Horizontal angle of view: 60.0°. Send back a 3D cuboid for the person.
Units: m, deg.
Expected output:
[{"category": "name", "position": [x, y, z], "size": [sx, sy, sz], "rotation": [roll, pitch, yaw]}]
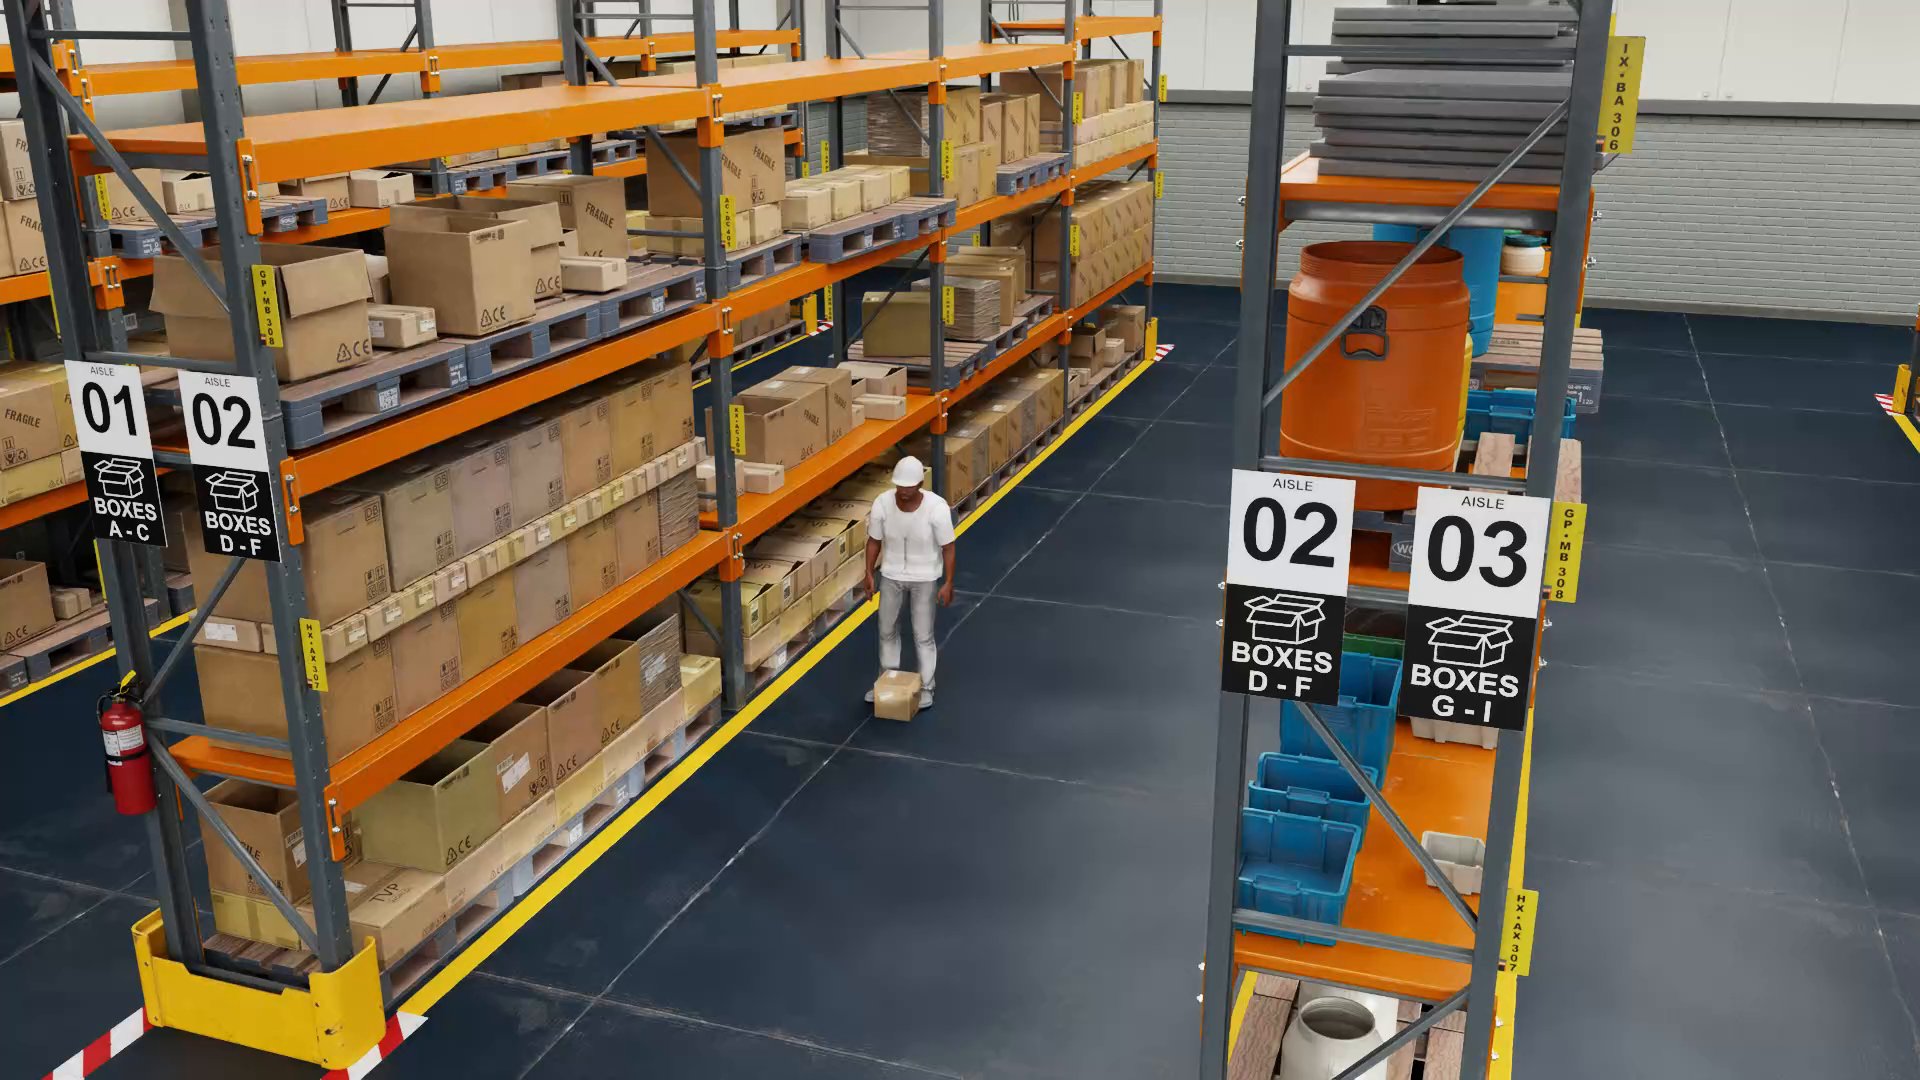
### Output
[{"category": "person", "position": [-0.347, 0.270, 11.230], "size": [0.632, 1.759, 0.462], "rotation": [5, 19, 15]}]
